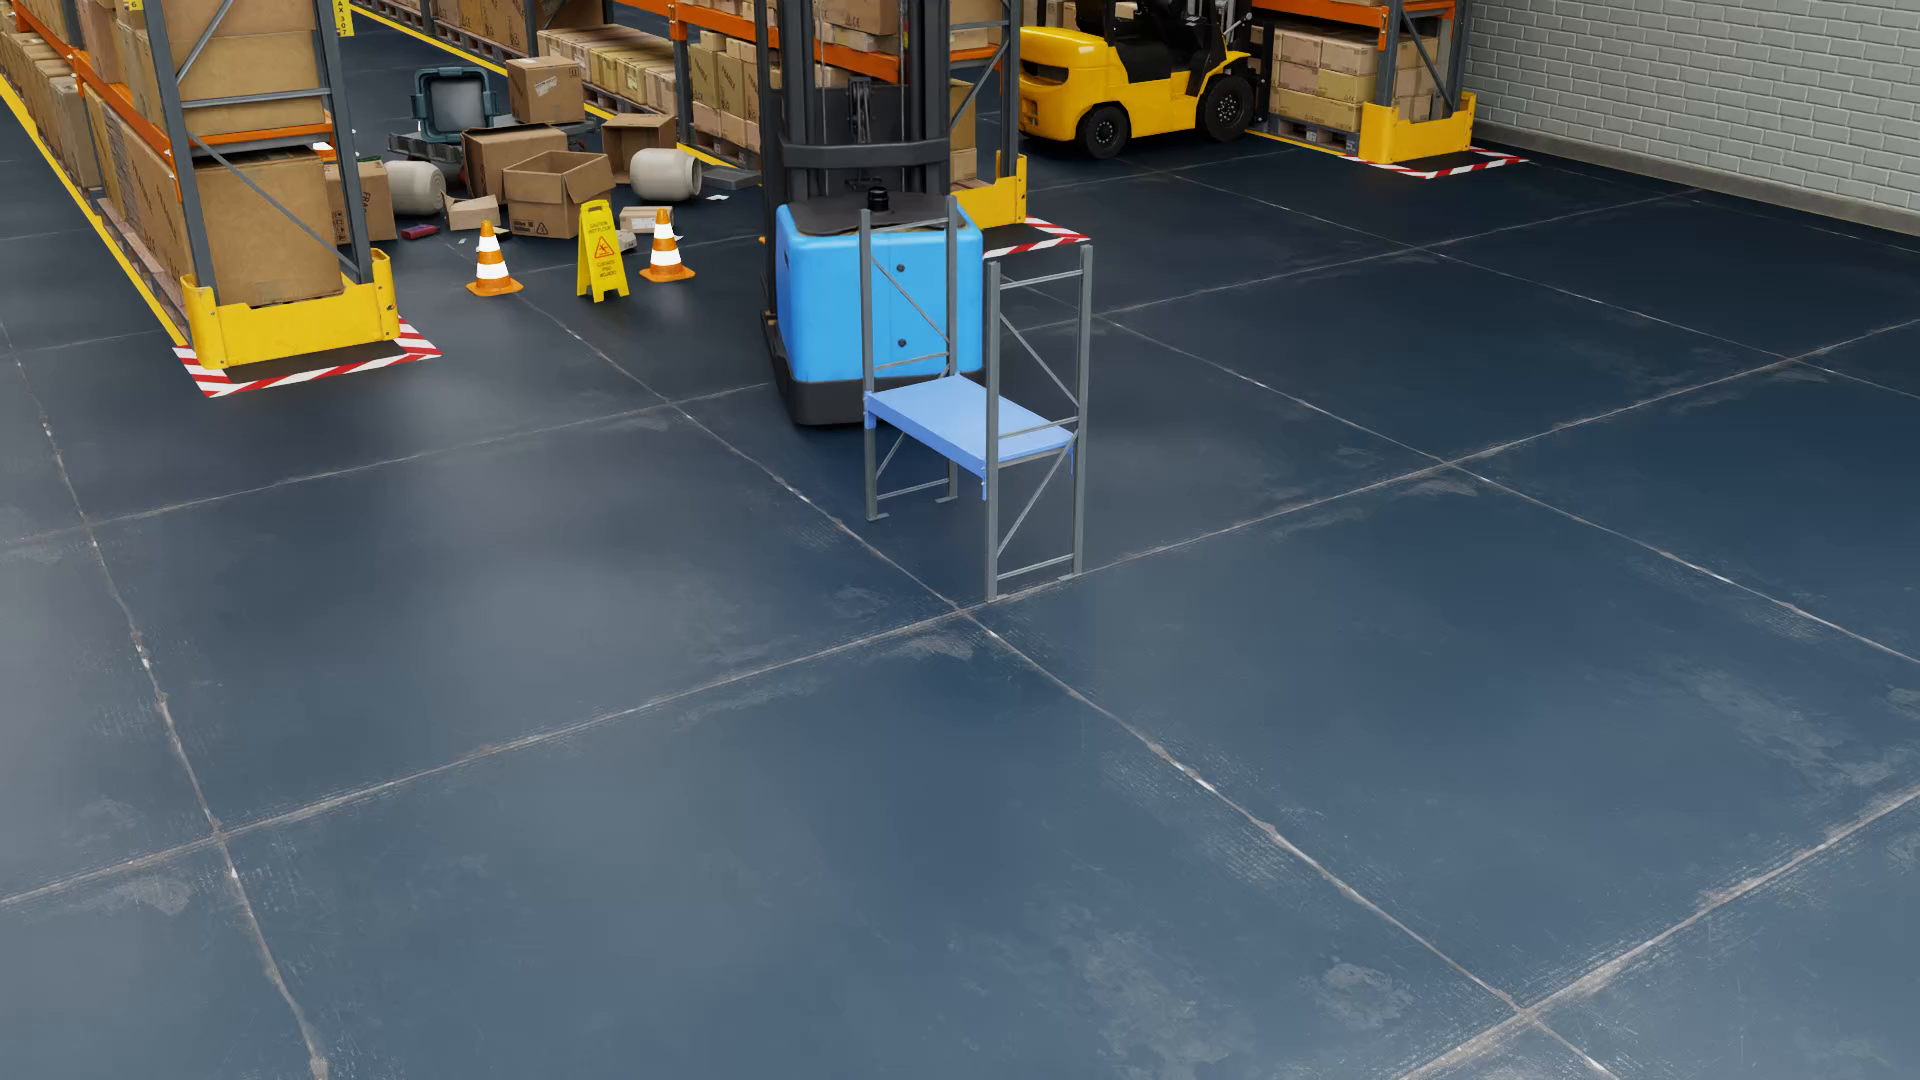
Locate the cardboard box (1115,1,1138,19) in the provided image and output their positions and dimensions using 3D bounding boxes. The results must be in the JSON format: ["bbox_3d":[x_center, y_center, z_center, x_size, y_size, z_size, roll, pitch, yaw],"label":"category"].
[{"bbox_3d":[1.974,-5.495,17.434,0.500,0.250,0.500,-16,30,-30],"label":"cardboard box"}]

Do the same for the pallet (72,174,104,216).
[{"bbox_3d":[-6.761,-2.992,13.841,1.003,0.211,1.213,-16,29,-30],"label":"pallet"}]

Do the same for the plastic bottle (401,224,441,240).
[{"bbox_3d":[-4.101,-2.354,12.664,0.133,0.061,0.283,18,31,33],"label":"plastic bottle"}]

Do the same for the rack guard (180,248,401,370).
[{"bbox_3d":[-4.080,-1.425,10.183,1.175,0.500,0.348,-16,29,-30],"label":"rack guard"}]

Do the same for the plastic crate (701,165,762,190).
[{"bbox_3d":[-2.014,-3.112,14.247,0.583,0.080,0.402,18,31,33],"label":"plastic crate"}]

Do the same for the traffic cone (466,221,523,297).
[{"bbox_3d":[-3.193,-1.938,11.313,0.336,0.463,0.334,-16,29,-30],"label":"traffic cone"}]

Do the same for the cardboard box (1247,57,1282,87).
[{"bbox_3d":[3.064,-4.547,16.012,0.500,0.250,0.500,-16,30,-31],"label":"cardboard box"}]

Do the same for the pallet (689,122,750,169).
[{"bbox_3d":[-1.788,-3.691,15.322,1.003,0.211,1.213,-16,29,-30],"label":"pallet"}]

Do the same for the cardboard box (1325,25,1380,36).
[{"bbox_3d":[3.777,-4.704,15.759,0.500,0.250,0.500,-15,29,-29],"label":"cardboard box"}]

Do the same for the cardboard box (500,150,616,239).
[{"bbox_3d":[-3.081,-2.663,12.802,0.637,0.503,0.797,7,26,15],"label":"cardboard box"}]

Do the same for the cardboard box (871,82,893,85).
[{"bbox_3d":[-0.656,-3.265,13.003,0.500,0.500,0.500,-15,29,-29],"label":"cardboard box"}]

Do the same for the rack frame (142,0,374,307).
[{"bbox_3d":[-4.093,-2.564,9.668,1.000,3.000,0.127,-16,29,-30],"label":"rack frame"}]

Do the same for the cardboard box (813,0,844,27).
[{"bbox_3d":[-0.797,-4.244,12.760,0.500,0.500,0.500,-15,29,-29],"label":"cardboard box"}]

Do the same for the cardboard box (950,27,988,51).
[{"bbox_3d":[-0.013,-3.810,12.601,0.380,0.149,0.250,-15,29,-29],"label":"cardboard box"}]

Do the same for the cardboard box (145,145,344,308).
[{"bbox_3d":[-4.518,-2.020,10.513,0.875,0.875,0.875,-15,29,-29],"label":"cardboard box"}]

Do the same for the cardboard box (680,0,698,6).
[{"bbox_3d":[-2.281,-4.883,14.875,0.380,0.149,0.250,-16,29,-30],"label":"cardboard box"}]

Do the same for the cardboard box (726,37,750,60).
[{"bbox_3d":[-1.788,-4.247,14.324,0.380,0.149,0.250,-14,29,-28],"label":"cardboard box"}]

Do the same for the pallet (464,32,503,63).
[{"bbox_3d":[-5.397,-6.090,20.402,1.003,0.211,1.213,-16,29,-30],"label":"pallet"}]

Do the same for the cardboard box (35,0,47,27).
[{"bbox_3d":[-7.337,-4.526,13.706,0.500,0.500,0.500,-15,29,-29],"label":"cardboard box"}]

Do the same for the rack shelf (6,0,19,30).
[{"bbox_3d":[-9.552,-5.815,17.398,1.077,0.370,4.000,-16,29,-30],"label":"rack shelf"}]

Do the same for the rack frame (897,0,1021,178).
[{"bbox_3d":[-0.001,-3.754,12.188,1.000,3.000,0.127,-16,29,-30],"label":"rack frame"}]

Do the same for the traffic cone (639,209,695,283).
[{"bbox_3d":[-2.060,-2.079,11.613,0.336,0.463,0.334,-16,29,-30],"label":"traffic cone"}]

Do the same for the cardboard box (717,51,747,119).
[{"bbox_3d":[-1.786,-4.007,14.576,0.500,0.500,0.500,-14,29,-28],"label":"cardboard box"}]

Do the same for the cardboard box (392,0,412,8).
[{"bbox_3d":[-7.293,-7.647,22.944,0.875,0.438,0.875,-17,30,-31],"label":"cardboard box"}]

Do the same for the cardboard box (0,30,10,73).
[{"bbox_3d":[-10.172,-5.401,18.113,0.500,0.500,0.500,-14,29,-27],"label":"cardboard box"}]

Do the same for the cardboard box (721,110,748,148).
[{"bbox_3d":[-1.787,-3.669,14.737,0.500,0.250,0.500,-14,29,-27],"label":"cardboard box"}]

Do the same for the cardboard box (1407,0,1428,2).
[{"bbox_3d":[4.119,-5.199,15.132,0.500,0.500,0.500,-14,29,-28],"label":"cardboard box"}]

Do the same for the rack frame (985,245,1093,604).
[{"bbox_3d":[0.324,-0.466,6.980,0.500,1.500,0.032,-16,29,-30],"label":"rack frame"}]

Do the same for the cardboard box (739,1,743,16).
[{"bbox_3d":[-1.651,-4.533,14.132,0.380,0.149,0.250,-16,29,-30],"label":"cardboard box"}]

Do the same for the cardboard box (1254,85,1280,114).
[{"bbox_3d":[3.106,-4.314,16.103,0.500,0.250,0.500,-15,29,-29],"label":"cardboard box"}]

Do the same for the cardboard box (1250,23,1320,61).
[{"bbox_3d":[3.076,-4.762,15.881,0.500,0.250,0.500,-15,29,-29],"label":"cardboard box"}]

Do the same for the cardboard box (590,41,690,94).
[{"bbox_3d":[-3.249,-4.878,17.155,0.950,0.372,0.625,-14,29,-28],"label":"cardboard box"}]

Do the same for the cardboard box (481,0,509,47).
[{"bbox_3d":[-5.159,-6.431,19.855,0.875,0.875,0.875,-15,29,-29],"label":"cardboard box"}]

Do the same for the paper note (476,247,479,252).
[{"bbox_3d":[-3.503,-2.162,12.296,0.144,0.017,0.142,-6,26,-12],"label":"paper note"}]

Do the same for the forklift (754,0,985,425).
[{"bbox_3d":[-0.645,-2.542,9.702,1.130,2.935,3.031,-5,26,-10],"label":"forklift"}]

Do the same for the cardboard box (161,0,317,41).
[{"bbox_3d":[-4.263,-3.262,9.705,0.875,0.550,0.550,-16,29,-30],"label":"cardboard box"}]

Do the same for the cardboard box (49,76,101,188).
[{"bbox_3d":[-6.691,-3.368,13.515,1.050,0.750,0.750,-16,29,-30],"label":"cardboard box"}]

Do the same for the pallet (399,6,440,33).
[{"bbox_3d":[-6.901,-7.075,22.490,1.003,0.211,1.213,-16,29,-30],"label":"pallet"}]

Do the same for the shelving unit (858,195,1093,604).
[{"bbox_3d":[0.047,-0.648,7.365,0.538,1.500,1.048,-16,29,-30],"label":"shelving unit"}]

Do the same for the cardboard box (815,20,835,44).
[{"bbox_3d":[-0.903,-3.971,12.941,0.380,0.149,0.250,-15,29,-29],"label":"cardboard box"}]

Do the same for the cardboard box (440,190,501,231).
[{"bbox_3d":[-3.795,-2.573,12.889,0.396,0.266,0.258,-10,27,-21],"label":"cardboard box"}]

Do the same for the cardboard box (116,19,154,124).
[{"bbox_3d":[-4.652,-2.946,10.300,0.875,0.550,0.550,-16,29,-30],"label":"cardboard box"}]

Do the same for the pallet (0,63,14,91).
[{"bbox_3d":[-10.217,-5.317,18.766,1.003,0.211,1.213,-16,29,-30],"label":"pallet"}]

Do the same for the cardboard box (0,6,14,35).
[{"bbox_3d":[-9.602,-5.371,17.172,0.500,0.250,0.500,-15,29,-28],"label":"cardboard box"}]

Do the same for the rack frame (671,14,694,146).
[{"bbox_3d":[-2.184,-5.184,15.219,1.000,3.000,0.127,-16,29,-30],"label":"rack frame"}]
